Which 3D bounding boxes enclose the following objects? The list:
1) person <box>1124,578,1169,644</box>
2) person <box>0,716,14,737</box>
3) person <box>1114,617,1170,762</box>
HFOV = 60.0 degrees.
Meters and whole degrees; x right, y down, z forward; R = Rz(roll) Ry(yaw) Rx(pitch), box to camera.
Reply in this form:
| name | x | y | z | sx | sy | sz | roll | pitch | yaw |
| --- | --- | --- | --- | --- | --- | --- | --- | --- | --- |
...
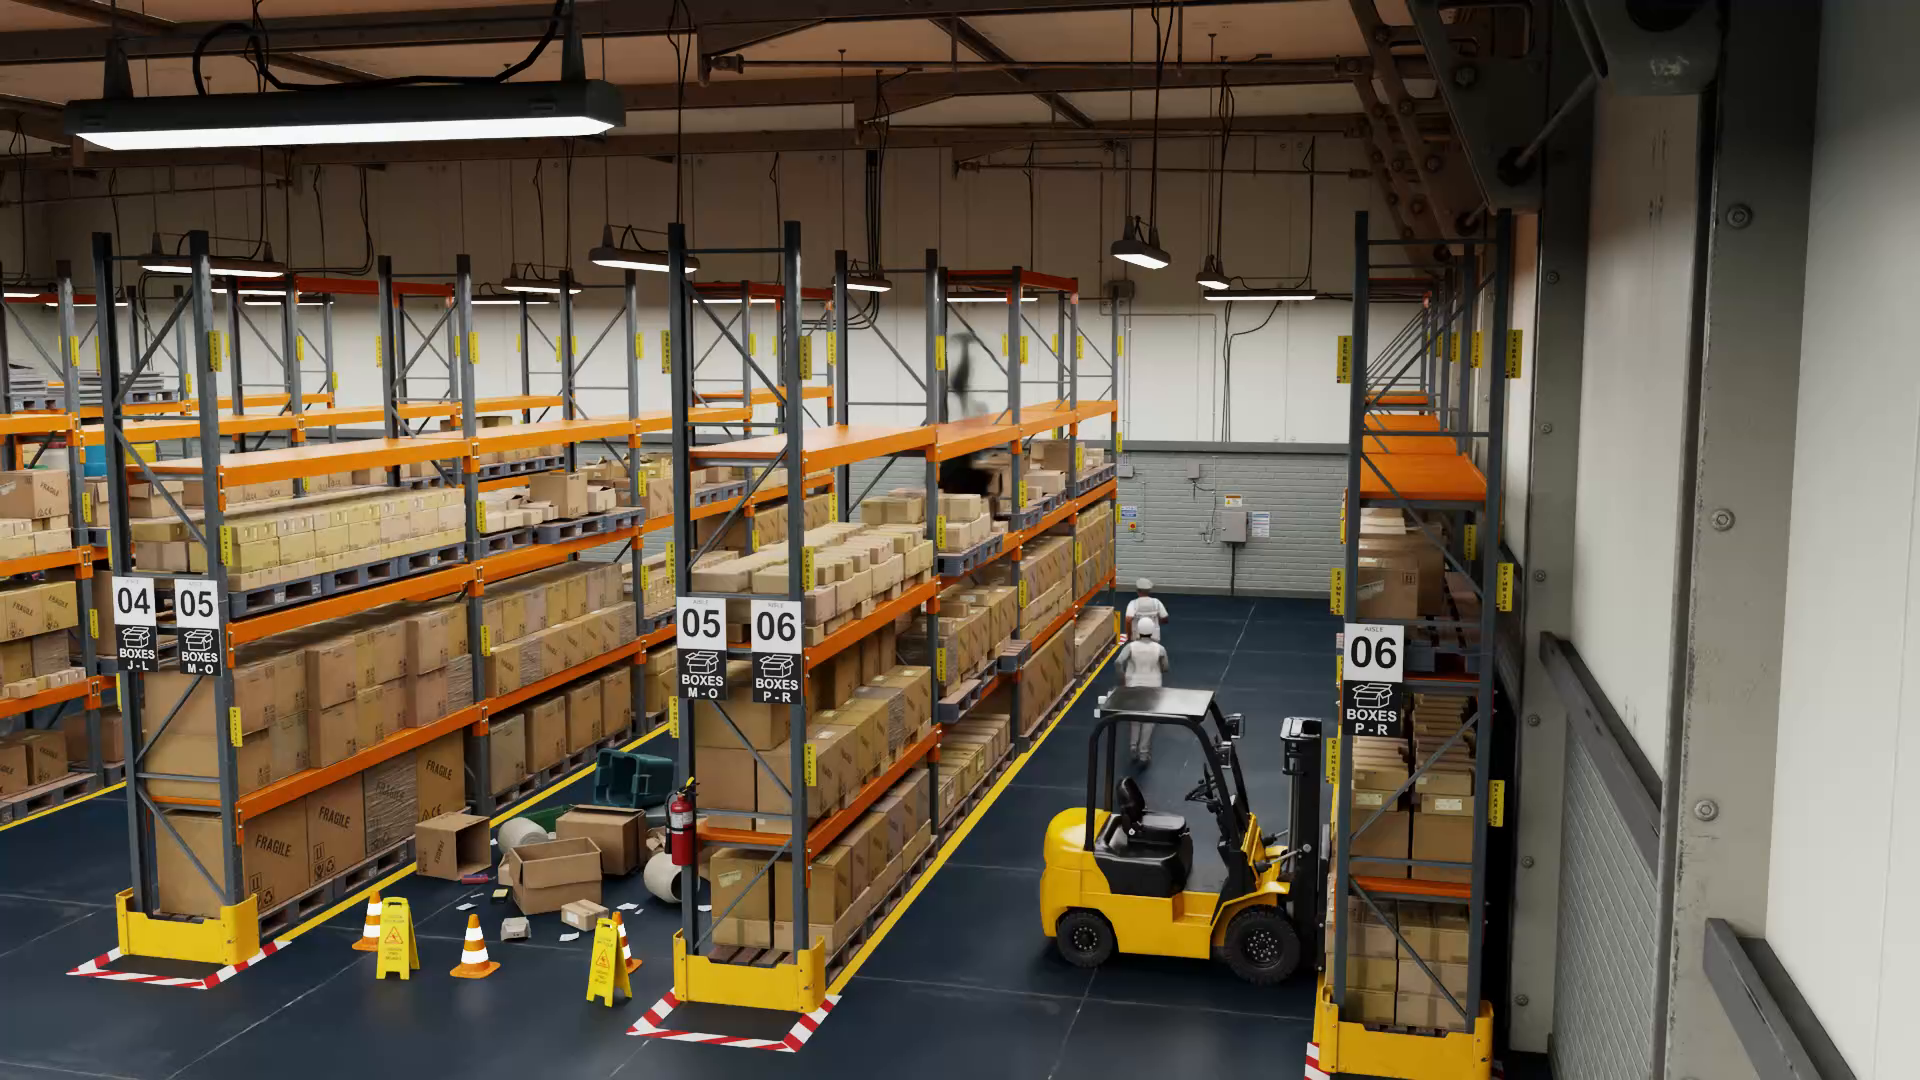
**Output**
| name | x | y | z | sx | sy | sz | roll | pitch | yaw |
| --- | --- | --- | --- | --- | --- | --- | --- | --- | --- |
| person | 2.619 | 1.442 | 23.448 | 0.649 | 1.793 | 0.883 | 0 | 7 | -2 |
| person | -12.297 | 1.789 | 21.029 | 0.592 | 1.648 | 0.634 | 1 | 7 | 11 |
| person | 2.227 | 1.835 | 20.217 | 0.623 | 1.822 | 0.737 | 2 | 7 | 17 |
